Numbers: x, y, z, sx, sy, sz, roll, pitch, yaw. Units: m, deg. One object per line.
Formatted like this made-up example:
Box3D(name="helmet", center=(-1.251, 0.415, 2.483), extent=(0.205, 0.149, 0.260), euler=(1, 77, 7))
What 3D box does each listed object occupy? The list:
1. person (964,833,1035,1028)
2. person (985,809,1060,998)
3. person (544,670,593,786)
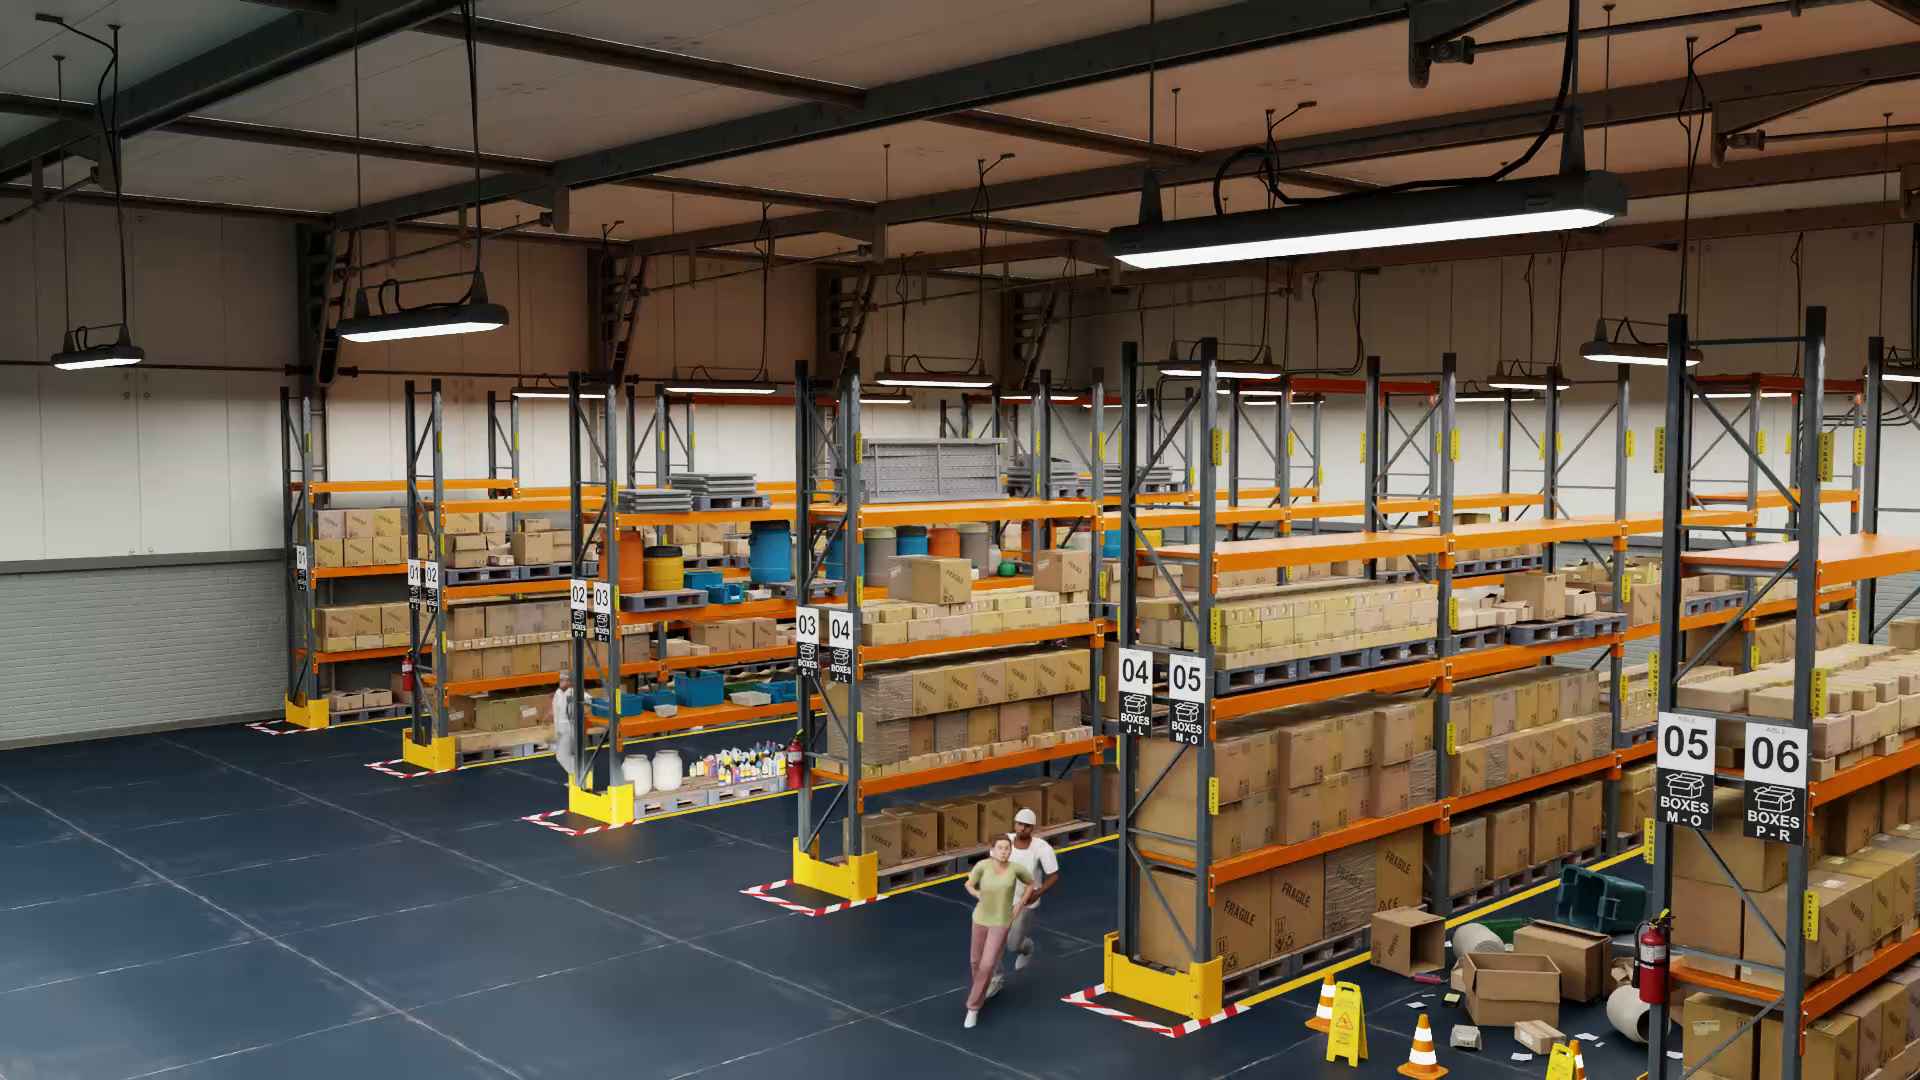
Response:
Box3D(name="person", center=(0.333, 3.408, 14.698), extent=(0.589, 1.687, 0.691), euler=(1, 4, 18))
Box3D(name="person", center=(0.559, 3.333, 15.423), extent=(0.746, 1.735, 0.764), euler=(2, 4, 26))
Box3D(name="person", center=(-5.666, 2.765, 23.973), extent=(0.680, 1.807, 0.697), euler=(3, 5, 38))
